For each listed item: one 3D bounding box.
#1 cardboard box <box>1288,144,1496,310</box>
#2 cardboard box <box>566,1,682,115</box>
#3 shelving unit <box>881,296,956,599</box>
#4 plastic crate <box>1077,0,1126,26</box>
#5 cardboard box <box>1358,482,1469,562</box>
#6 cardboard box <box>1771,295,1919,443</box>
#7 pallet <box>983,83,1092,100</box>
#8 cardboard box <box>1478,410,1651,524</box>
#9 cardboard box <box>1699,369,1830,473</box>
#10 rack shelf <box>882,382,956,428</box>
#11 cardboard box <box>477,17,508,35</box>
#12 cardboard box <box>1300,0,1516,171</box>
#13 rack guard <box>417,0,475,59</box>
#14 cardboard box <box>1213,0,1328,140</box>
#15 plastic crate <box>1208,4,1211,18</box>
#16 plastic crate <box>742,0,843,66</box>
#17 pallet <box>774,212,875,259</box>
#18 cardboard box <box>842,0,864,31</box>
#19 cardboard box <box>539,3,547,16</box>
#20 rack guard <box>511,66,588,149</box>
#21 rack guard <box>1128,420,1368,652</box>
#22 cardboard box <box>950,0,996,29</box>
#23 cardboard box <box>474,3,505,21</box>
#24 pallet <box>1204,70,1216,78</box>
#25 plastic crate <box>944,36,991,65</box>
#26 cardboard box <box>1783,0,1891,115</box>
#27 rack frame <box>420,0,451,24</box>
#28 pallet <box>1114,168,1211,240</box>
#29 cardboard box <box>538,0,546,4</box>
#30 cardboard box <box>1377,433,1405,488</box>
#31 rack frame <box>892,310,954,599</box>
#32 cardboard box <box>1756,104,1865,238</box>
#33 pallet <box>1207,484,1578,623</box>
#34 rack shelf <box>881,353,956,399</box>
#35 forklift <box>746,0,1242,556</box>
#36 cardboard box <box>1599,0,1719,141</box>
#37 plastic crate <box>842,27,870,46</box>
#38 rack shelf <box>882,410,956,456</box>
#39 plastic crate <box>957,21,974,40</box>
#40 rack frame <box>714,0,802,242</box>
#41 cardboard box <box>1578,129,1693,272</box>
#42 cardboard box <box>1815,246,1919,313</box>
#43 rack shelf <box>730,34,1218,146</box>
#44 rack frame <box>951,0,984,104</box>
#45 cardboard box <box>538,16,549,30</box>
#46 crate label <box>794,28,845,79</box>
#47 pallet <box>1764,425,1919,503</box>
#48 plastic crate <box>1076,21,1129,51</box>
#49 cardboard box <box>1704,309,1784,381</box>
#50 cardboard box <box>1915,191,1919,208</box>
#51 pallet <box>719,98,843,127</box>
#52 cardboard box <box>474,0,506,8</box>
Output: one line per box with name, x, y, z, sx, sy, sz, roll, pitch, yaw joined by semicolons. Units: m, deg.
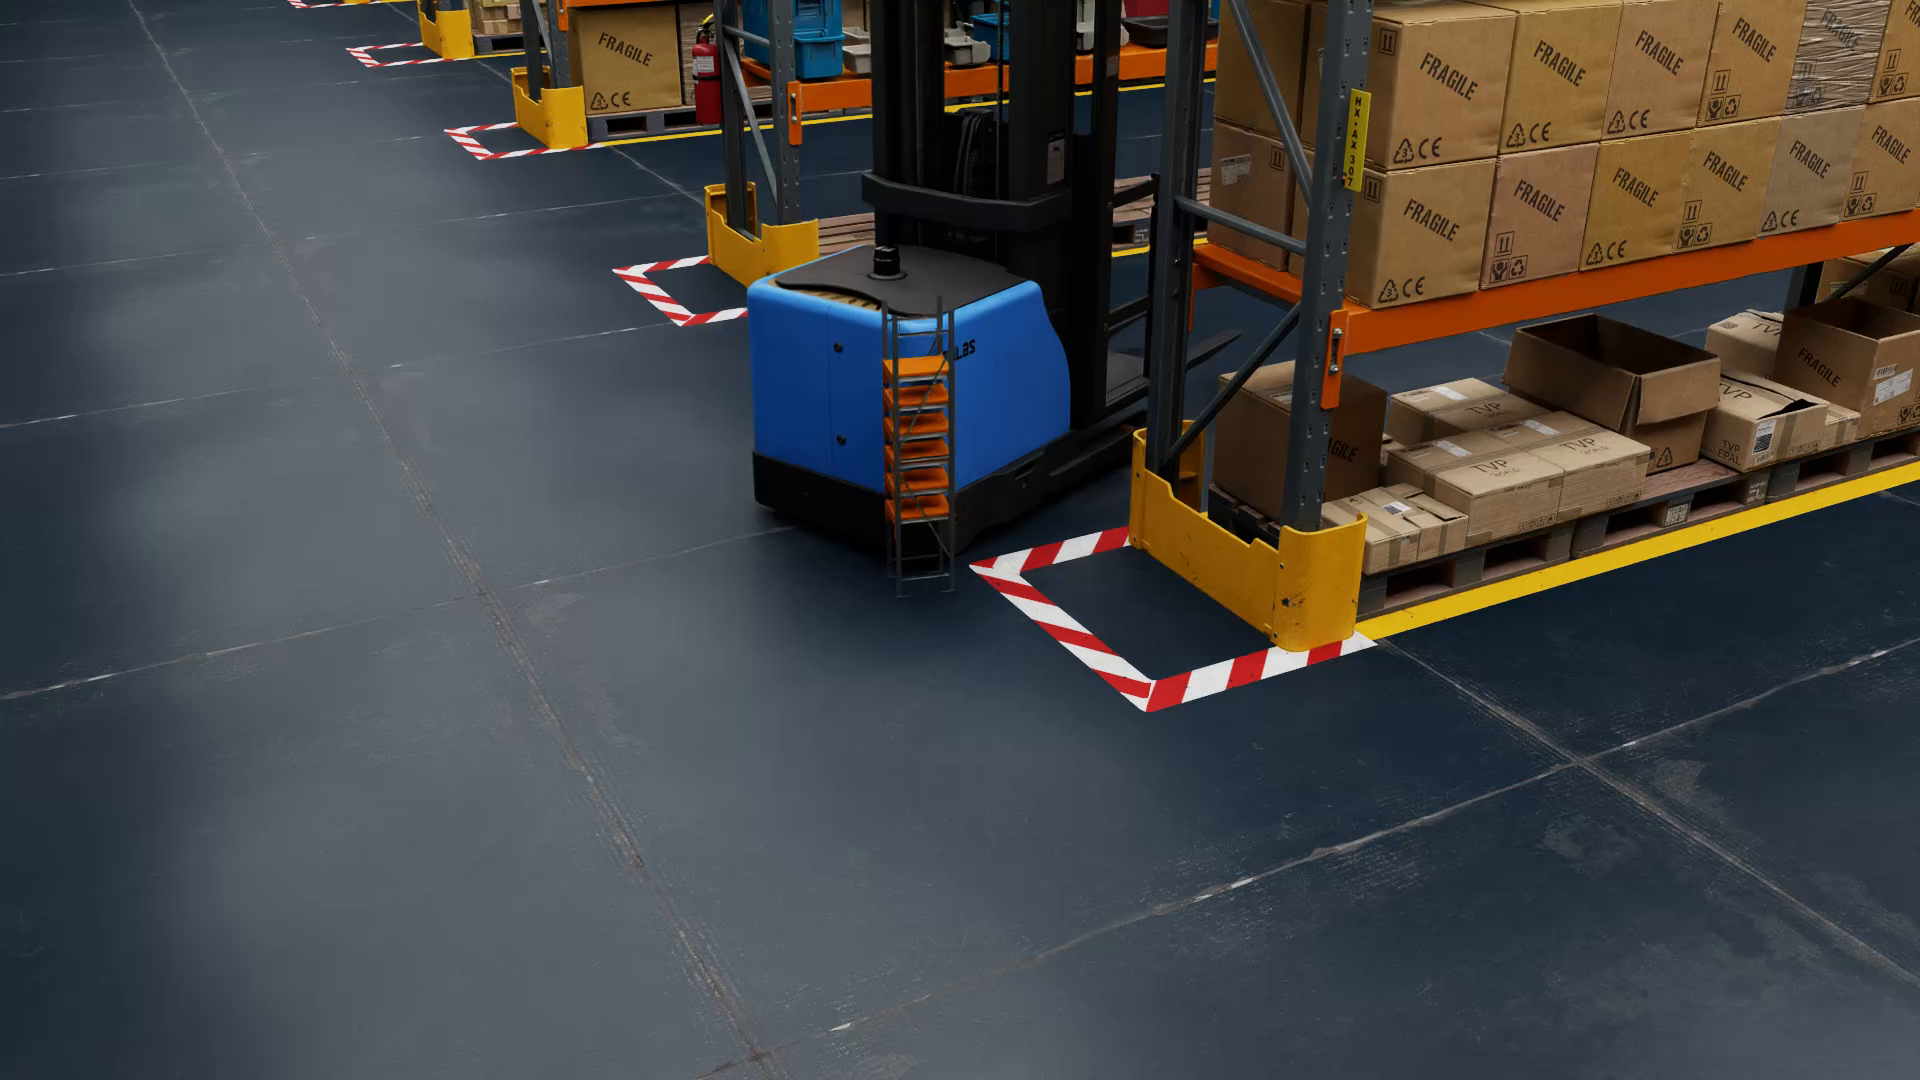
cardboard box;1.585;-1.190;6.147;0.500;0.500;0.500;-12;28;-24
cardboard box;-3.062;-4.332;14.776;0.875;0.875;0.875;-13;29;-25
shelving unit;-0.162;-0.355;6.602;0.258;1.200;0.189;-6;27;-13
plastic crate;0.837;-3.595;11.340;0.530;0.282;0.437;-13;29;-25
cardboard box;1.821;-0.081;6.719;0.250;0.166;0.380;-13;29;-25
cardboard box;4.229;-0.817;7.866;0.500;0.500;0.500;-13;29;-25
pallet;0.586;-4.683;16.759;1.213;0.211;1.003;-13;29;-25
cardboard box;2.565;-0.320;7.119;0.500;0.250;0.500;-13;29;-25
cardboard box;3.568;-0.579;7.588;0.500;0.311;0.500;-13;29;-25
rack shelf;-0.162;-0.531;6.517;0.258;0.103;0.180;-6;27;-13
cardboard box;-5.221;-5.743;18.554;0.250;0.149;0.380;-12;28;-24
cardboard box;1.585;-1.641;5.931;0.500;0.500;0.500;-12;28;-24
rack guard;-5.767;-5.743;18.633;0.348;0.500;1.175;-13;29;-25
cardboard box;1.333;-1.847;6.360;0.500;0.500;0.500;-13;29;-26
plastic crate;1.793;-3.730;11.789;0.243;0.136;0.396;-13;29;-25
plastic crate;-1.051;-3.230;10.402;0.499;0.435;0.616;-13;29;-25
pallet;-0.512;-1.944;11.054;1.213;0.211;1.003;-13;29;-25
cardboard box;-1.474;-4.698;15.539;0.875;0.875;0.875;-13;29;-25
cardboard box;-4.808;-6.019;18.785;0.250;0.149;0.380;-13;28;-24
rack guard;-3.610;-3.807;14.603;0.348;0.500;1.175;-13;29;-25
rack guard;1.136;-0.044;6.764;0.348;0.500;1.175;-13;29;-25
cardboard box;0.496;-5.123;16.425;0.875;0.875;1.225;-13;29;-25
cardboard box;-5.251;-5.901;18.540;0.250;0.149;0.380;-12;28;-23
pallet;2.739;-5.180;17.794;1.213;0.211;1.003;-13;29;-25
plastic crate;0.035;-3.052;10.377;0.298;0.136;0.250;-13;29;-25
cardboard box;3.379;-2.056;6.795;0.500;0.500;0.500;-13;28;-25
rack frame;-5.834;-6.854;18.060;0.127;3.000;1.000;-13;29;-25
pallet;1.641;-2.441;12.089;1.213;0.211;1.003;-13;29;-25
cardboard box;-4.742;-6.108;18.627;0.250;0.149;0.380;-13;29;-25
cardboard box;1.833;-0.329;7.235;0.250;0.166;0.380;-13;29;-25
rack frame;-0.139;-0.316;6.522;0.240;1.200;0.006;-6;27;-13
cardboard box;3.372;-1.604;7.010;0.500;0.500;0.500;-12;28;-24
pallet;1.839;-0.076;7.165;1.213;0.211;1.003;-13;29;-25
rack shelf;-0.162;-0.639;6.465;0.258;0.103;0.180;-6;27;-13
forklift;0.365;-1.827;7.669;1.130;2.935;3.031;18;31;33
cardboard box;2.486;-1.850;6.367;0.500;0.500;0.500;-13;28;-24
plastic crate;-0.624;-3.191;10.666;0.243;0.136;0.396;-13;29;-25
rack shelf;-0.162;-0.423;6.569;0.258;0.103;0.180;-6;27;-13
plastic crate;0.125;-3.378;11.055;0.250;0.136;0.298;-13;29;-25
rack frame;-1.258;-3.048;10.132;0.127;3.000;1.000;-13;29;-25
cardboard box;2.482;-1.398;6.581;0.500;0.500;0.500;-13;29;-25
cardboard box;4.899;-1.251;8.770;0.500;0.500;0.500;-13;29;-25
rack shelf;0.506;-3.131;11.136;4.000;0.370;1.077;-13;29;-25
rack frame;-0.060;-5.754;15.769;0.127;3.000;1.000;-13;29;-25
cardboard box;-4.813;-5.880;18.841;0.250;0.149;0.380;-13;28;-25
crate label;-0.886;-2.924;9.998;0.303;0.233;0.416;-13;29;-25
pallet;3.992;-0.573;8.200;1.213;0.211;1.003;-13;29;-25
plastic crate;0.876;-3.301;10.895;0.466;0.136;0.293;-13;29;-25
cardboard box;4.127;-0.953;8.368;0.500;0.311;0.500;-13;29;-25
cardboard box;4.278;-1.815;7.449;0.500;0.500;0.500;-12;28;-24
pallet;-1.845;-4.122;15.591;1.213;0.211;1.003;-13;29;-25
cardboard box;-5.212;-6.003;18.409;0.250;0.149;0.380;-14;29;-27
